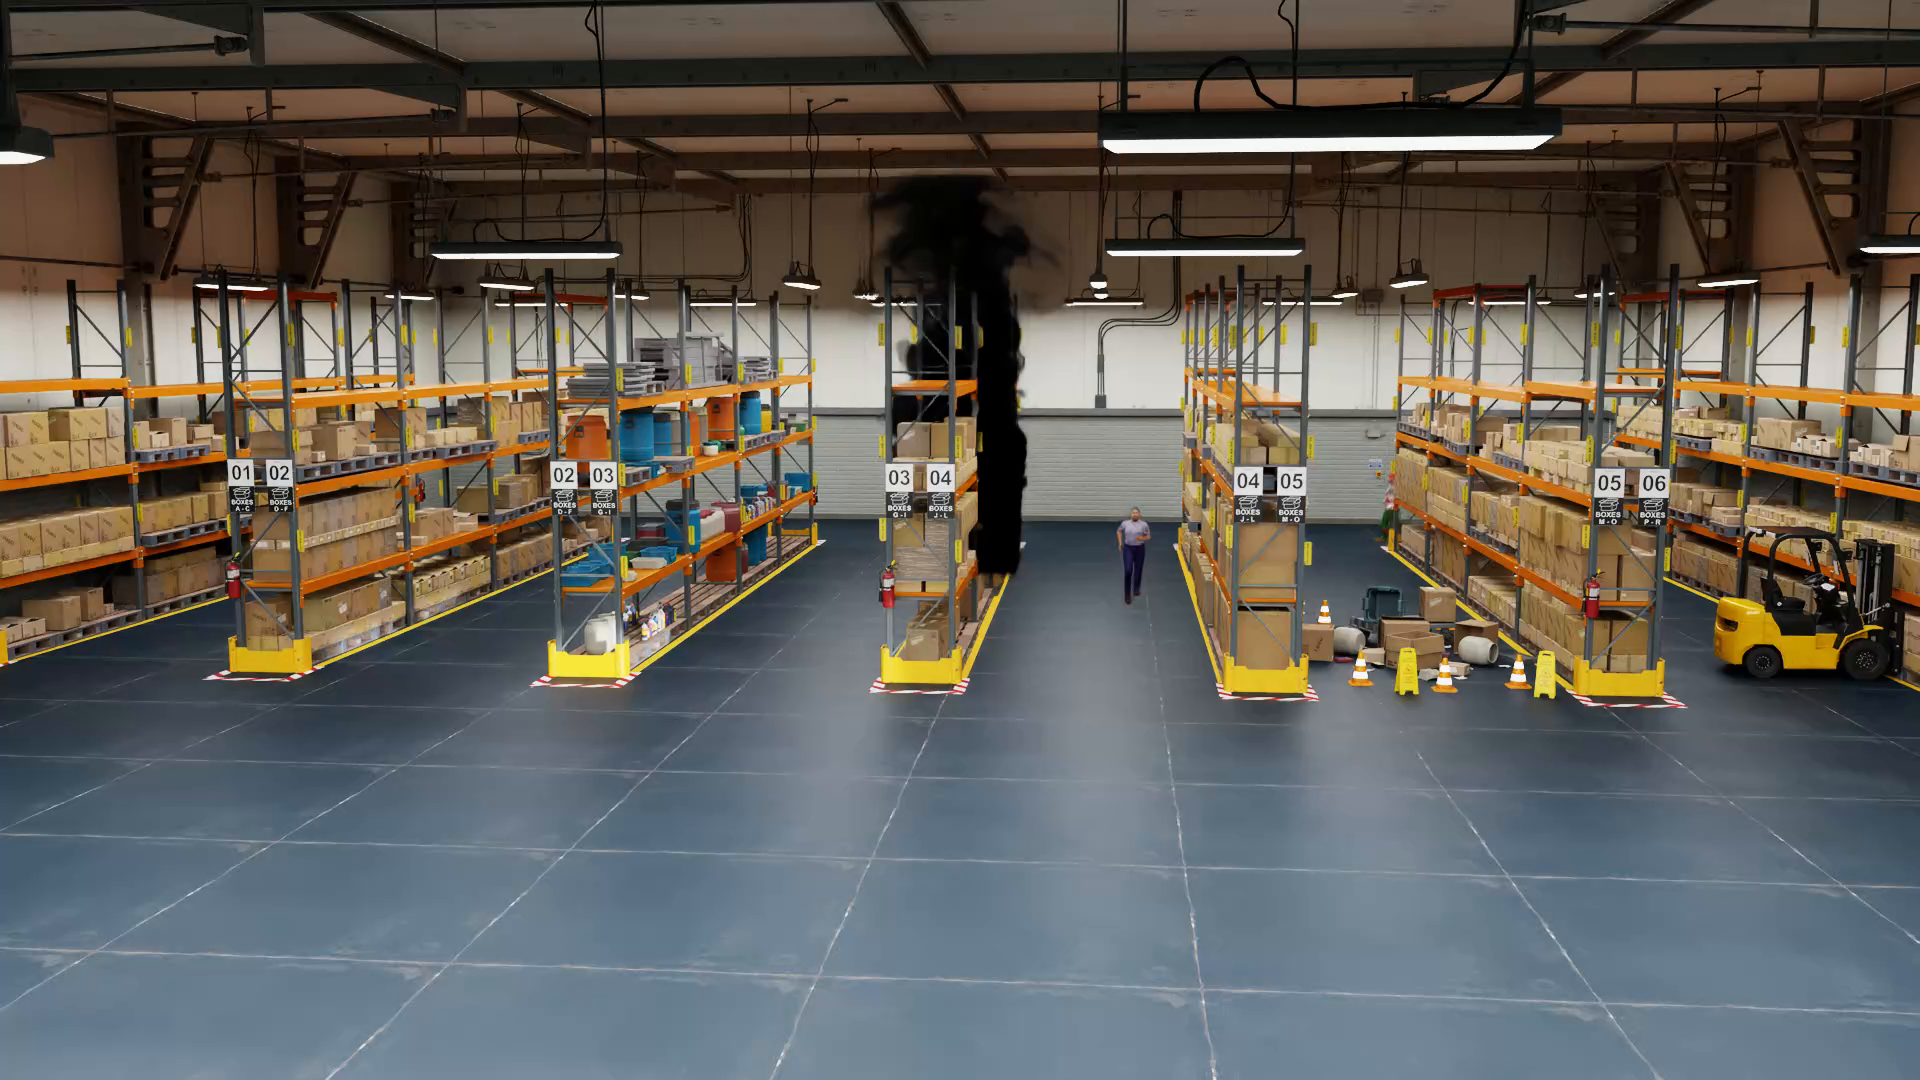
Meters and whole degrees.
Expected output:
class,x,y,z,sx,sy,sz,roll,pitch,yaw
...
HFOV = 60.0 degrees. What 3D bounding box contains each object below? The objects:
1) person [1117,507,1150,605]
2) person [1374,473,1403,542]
class,x,y,z,sx,sy,sz,roll,pitch,yaw
person,3.148,0.281,30.075,0.575,1.755,0.680,0,7,0
person,10.524,-0.790,40.471,0.885,1.754,0.701,3,8,22
